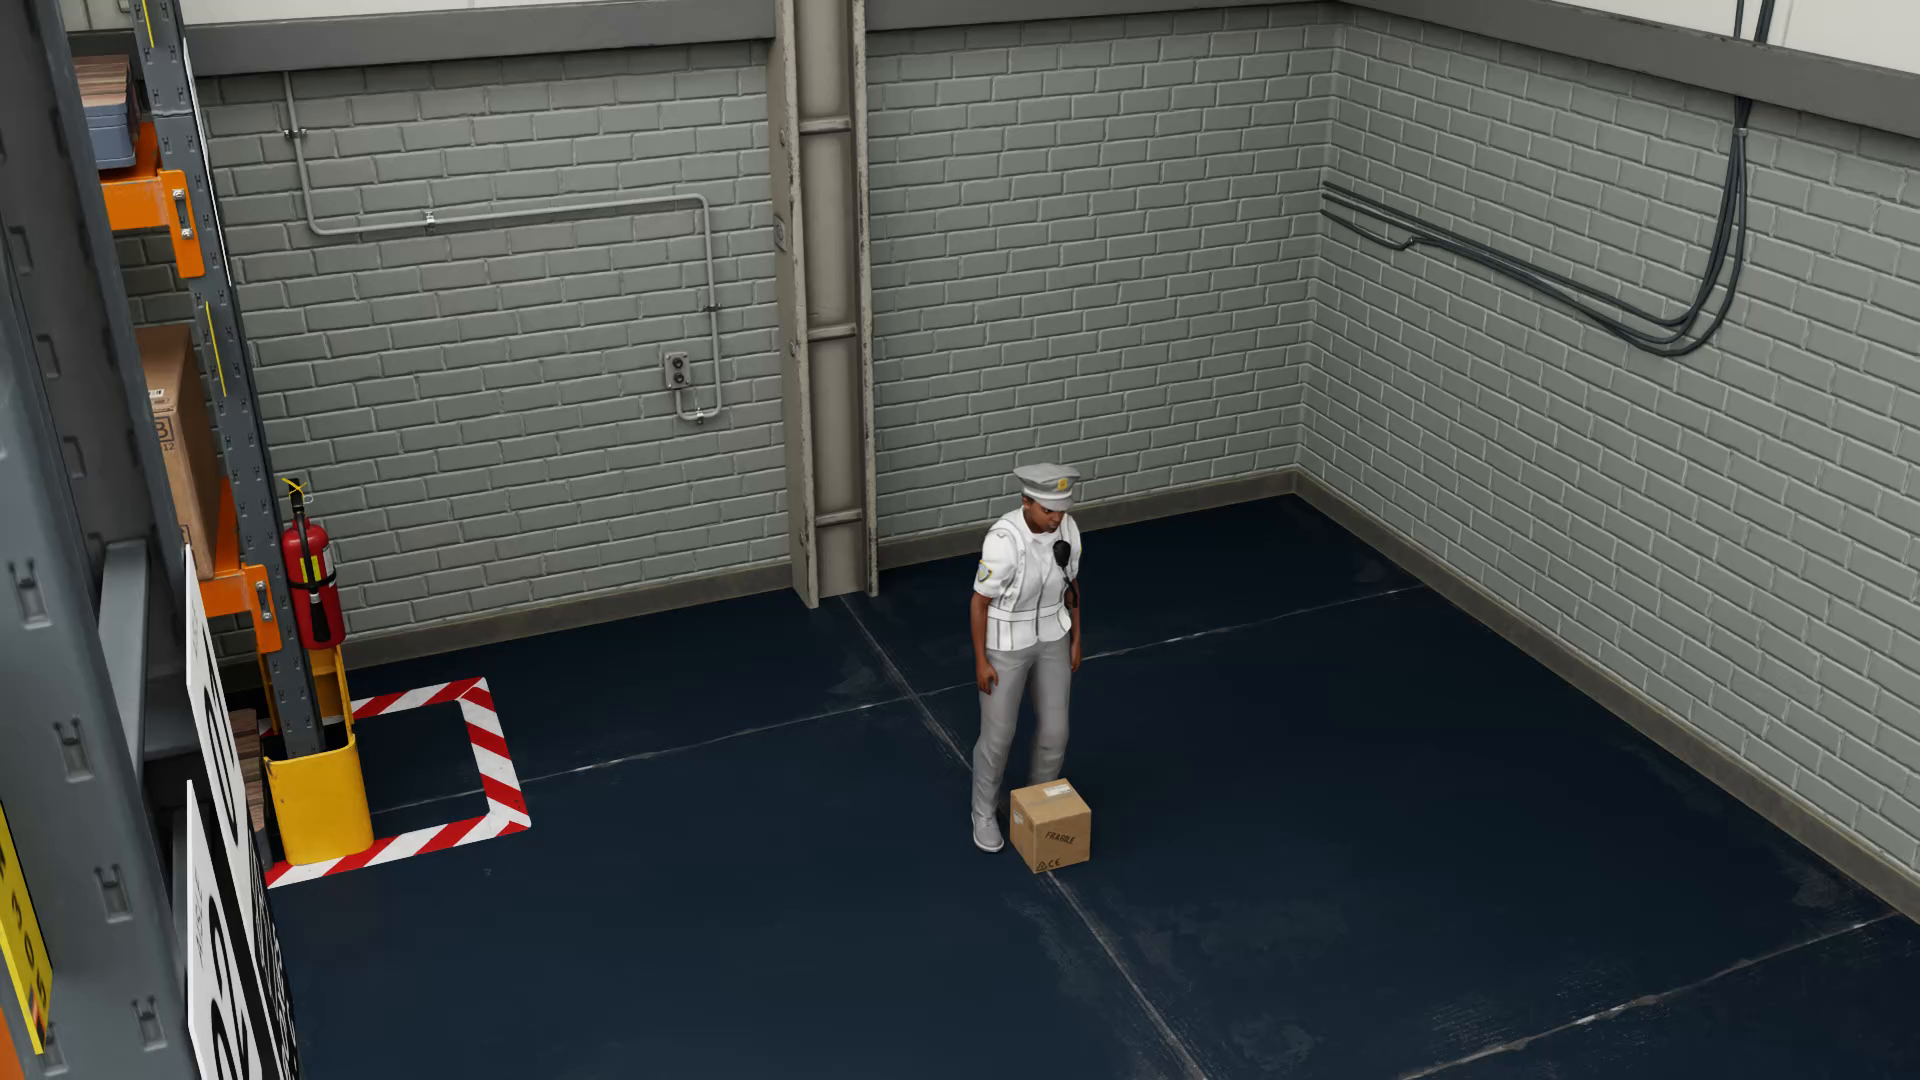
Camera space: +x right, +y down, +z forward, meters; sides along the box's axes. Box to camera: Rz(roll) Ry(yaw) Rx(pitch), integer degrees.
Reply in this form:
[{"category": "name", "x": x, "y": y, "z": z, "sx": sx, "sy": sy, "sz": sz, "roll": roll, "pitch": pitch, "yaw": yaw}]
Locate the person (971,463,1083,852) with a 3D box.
[{"category": "person", "x": 0.272, "y": 0.452, "z": 6.692, "sx": 0.522, "sy": 1.658, "sz": 0.427, "roll": -12, "pitch": 29, "yaw": -23}]
